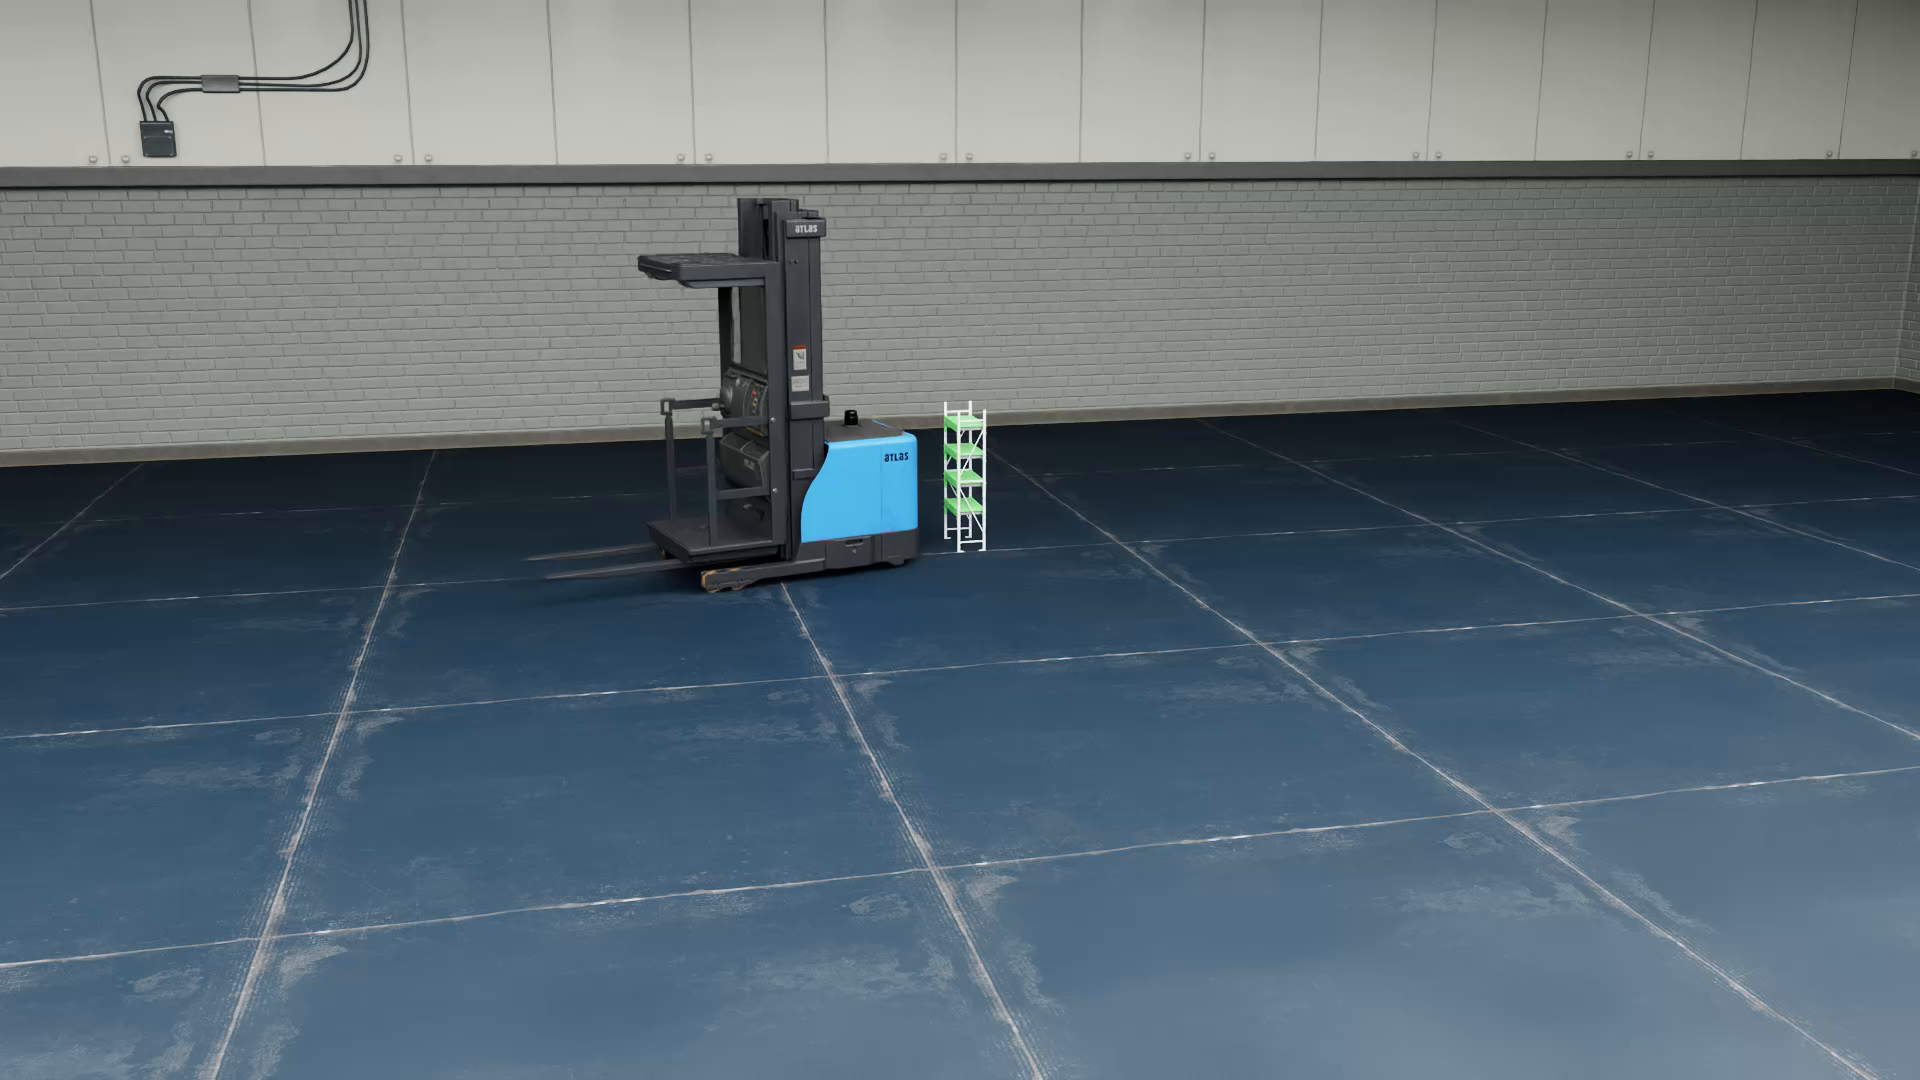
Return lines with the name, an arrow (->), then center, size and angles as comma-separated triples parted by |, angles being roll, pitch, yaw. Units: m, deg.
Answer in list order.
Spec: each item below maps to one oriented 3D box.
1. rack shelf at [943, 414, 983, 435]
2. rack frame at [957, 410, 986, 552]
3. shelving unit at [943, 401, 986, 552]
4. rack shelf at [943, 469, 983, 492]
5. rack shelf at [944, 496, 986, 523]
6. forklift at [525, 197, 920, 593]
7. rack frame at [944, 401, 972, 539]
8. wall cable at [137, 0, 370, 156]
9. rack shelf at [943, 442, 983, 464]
rack shelf -> 0.039, -0.949, 14.030 | 0.258, 0.148, 0.480 | -3, 14, -13
rack frame -> 0.096, -0.488, 13.898 | 0.240, 1.200, 0.015 | -3, 14, -13
shelving unit -> 0.039, -0.545, 14.128 | 0.258, 1.200, 0.503 | -3, 14, -13
rack shelf -> 0.039, -0.483, 14.144 | 0.258, 0.148, 0.480 | -3, 14, -13
rack shelf -> 0.039, -0.249, 14.200 | 0.258, 0.148, 0.480 | -3, 14, -13
forklift -> -1.880, -1.161, 13.004 | 3.031, 2.935, 1.130 | -7, 15, -27
rack frame -> -0.018, -0.601, 14.359 | 0.240, 1.200, 0.015 | -3, 14, -13
wall cable -> -7.314, -6.948, 16.738 | 2.305, 6.003, 0.169 | -3, 14, -13
rack shelf -> 0.039, -0.716, 14.087 | 0.258, 0.148, 0.480 | -3, 14, -13
